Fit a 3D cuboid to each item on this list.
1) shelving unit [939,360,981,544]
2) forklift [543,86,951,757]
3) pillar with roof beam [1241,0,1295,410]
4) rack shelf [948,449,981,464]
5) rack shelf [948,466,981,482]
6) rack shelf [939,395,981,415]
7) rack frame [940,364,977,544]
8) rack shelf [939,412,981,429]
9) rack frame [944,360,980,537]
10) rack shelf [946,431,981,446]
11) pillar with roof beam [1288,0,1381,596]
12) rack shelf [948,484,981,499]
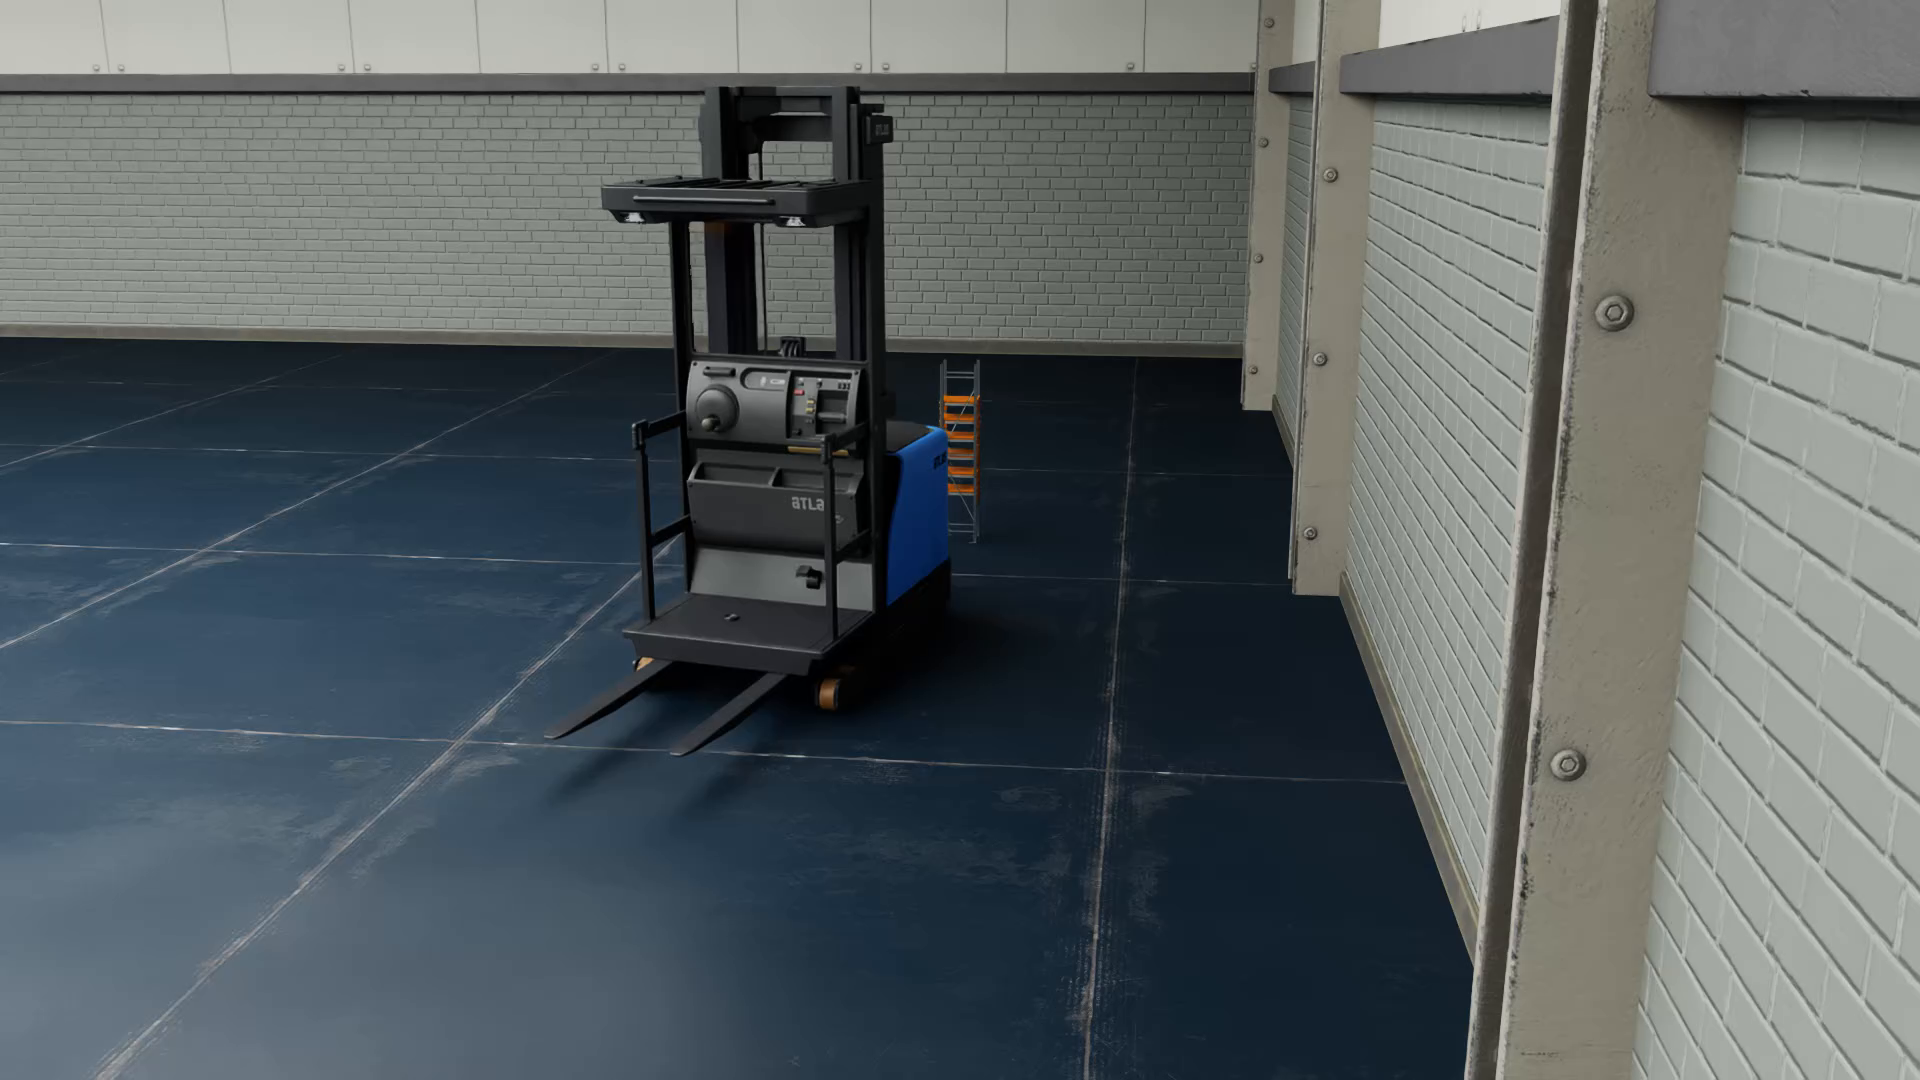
[{"bbox_3d":[0.002,-0.583,11.019,0.258,1.200,0.189,2,15,6],"label":"shelving unit"},{"bbox_3d":[-1.002,-0.698,8.130,1.130,2.935,3.031,5,16,18],"label":"forklift"},{"bbox_3d":[-1.431,-5.748,15.179,9.100,9.000,0.400,2,15,6],"label":"pillar with roof beam"},{"bbox_3d":[0.002,-0.540,11.031,0.258,0.103,0.180,2,15,6],"label":"rack shelf"},{"bbox_3d":[0.002,-0.424,11.062,0.258,0.103,0.180,2,15,6],"label":"rack shelf"},{"bbox_3d":[0.002,-0.888,10.937,0.258,0.103,0.180,2,15,6],"label":"rack shelf"},{"bbox_3d":[-0.009,-0.559,10.932,0.240,1.200,0.006,2,15,6],"label":"rack frame"},{"bbox_3d":[0.002,-0.772,10.968,0.258,0.103,0.180,2,15,6],"label":"rack shelf"},{"bbox_3d":[0.012,-0.607,11.107,0.240,1.200,0.006,2,15,6],"label":"rack frame"},{"bbox_3d":[0.002,-0.656,11.000,0.258,0.103,0.180,2,15,6],"label":"rack shelf"},{"bbox_3d":[-2.108,-4.192,9.424,9.100,9.000,0.400,2,15,6],"label":"pillar with roof beam"},{"bbox_3d":[0.002,-0.308,11.094,0.258,0.103,0.180,2,15,6],"label":"rack shelf"}]
